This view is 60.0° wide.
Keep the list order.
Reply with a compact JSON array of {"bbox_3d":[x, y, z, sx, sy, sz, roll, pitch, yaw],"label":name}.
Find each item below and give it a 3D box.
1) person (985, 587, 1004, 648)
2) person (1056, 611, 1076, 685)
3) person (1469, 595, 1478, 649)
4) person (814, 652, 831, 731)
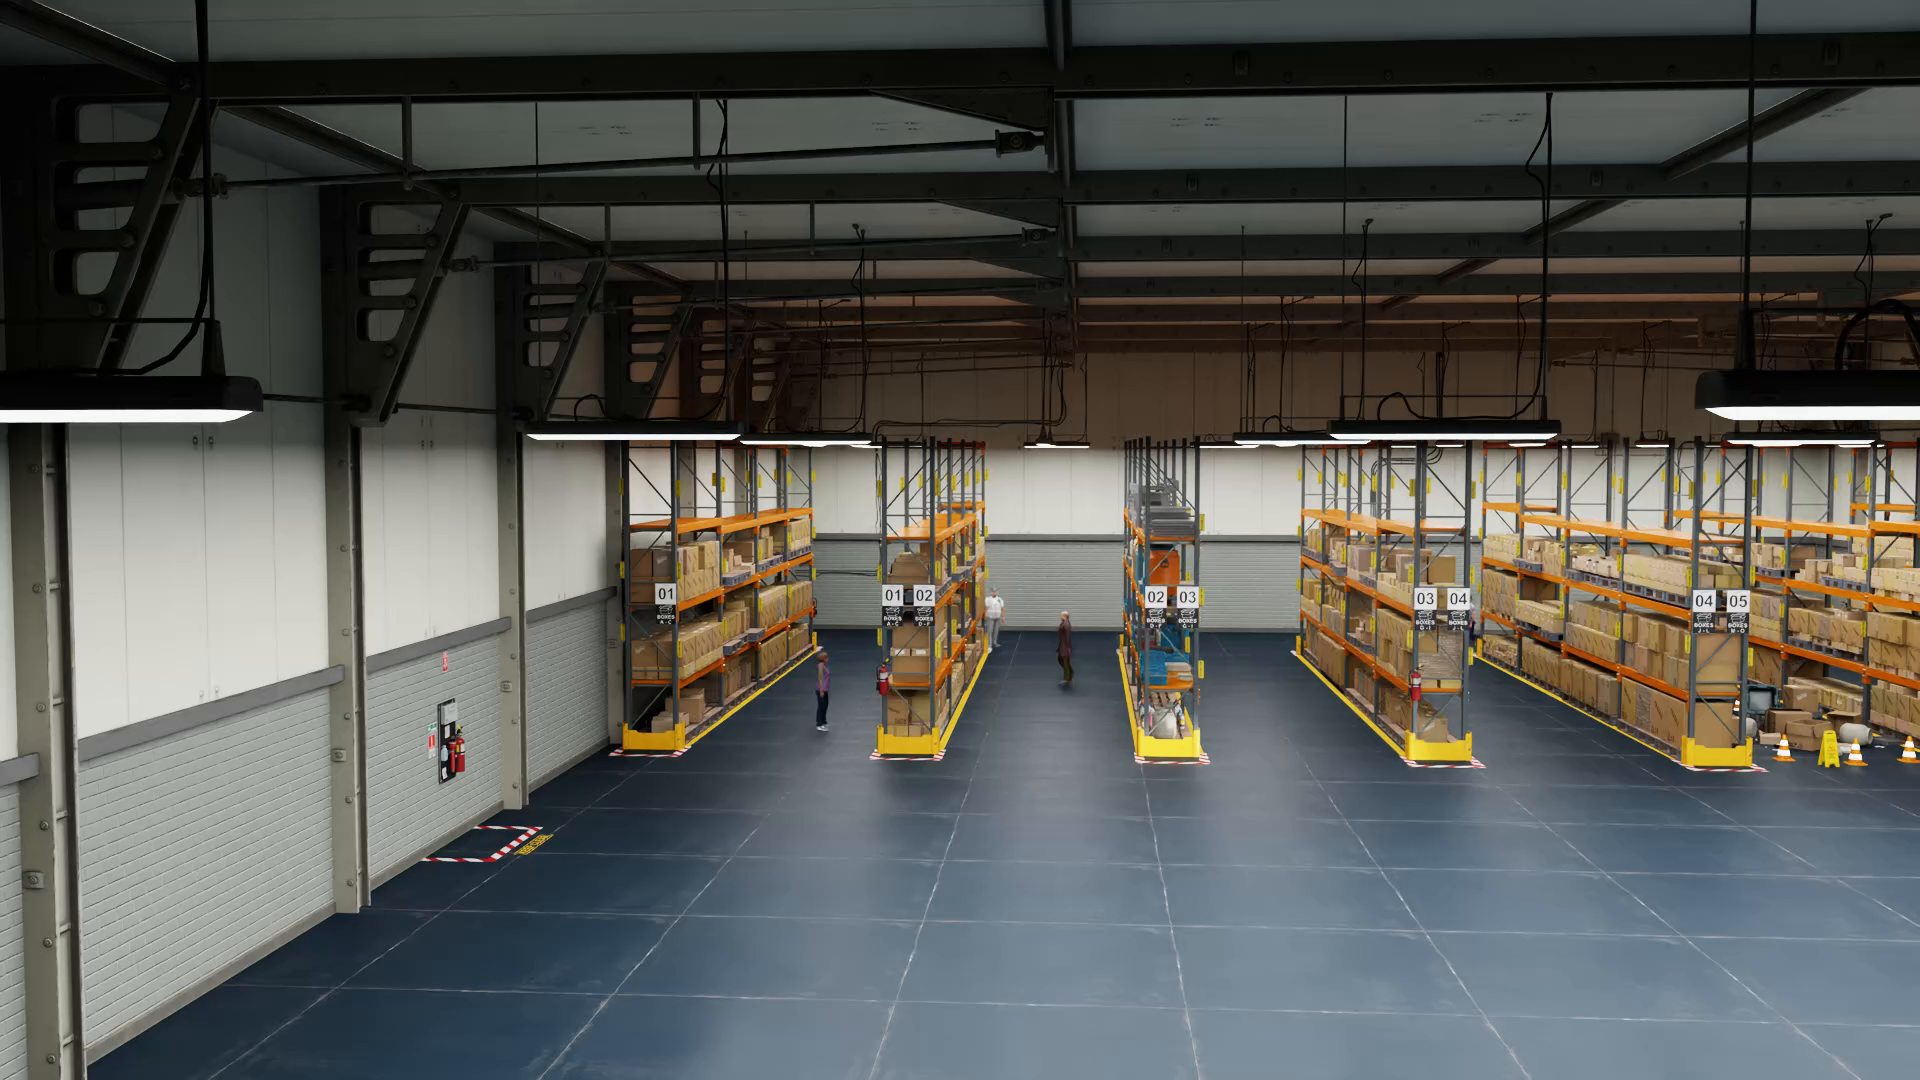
[{"bbox_3d":[0.978,2.268,48.503,0.625,1.790,0.478,-1,3,-25],"label":"person"},{"bbox_3d":[2.609,2.641,40.771,0.505,1.797,0.653,0,3,0],"label":"person"},{"bbox_3d":[14.560,2.357,47.526,0.774,1.609,0.488,-1,3,-24],"label":"person"},{"bbox_3d":[-2.828,3.128,34.153,0.326,1.661,0.482,0,3,4],"label":"person"}]
